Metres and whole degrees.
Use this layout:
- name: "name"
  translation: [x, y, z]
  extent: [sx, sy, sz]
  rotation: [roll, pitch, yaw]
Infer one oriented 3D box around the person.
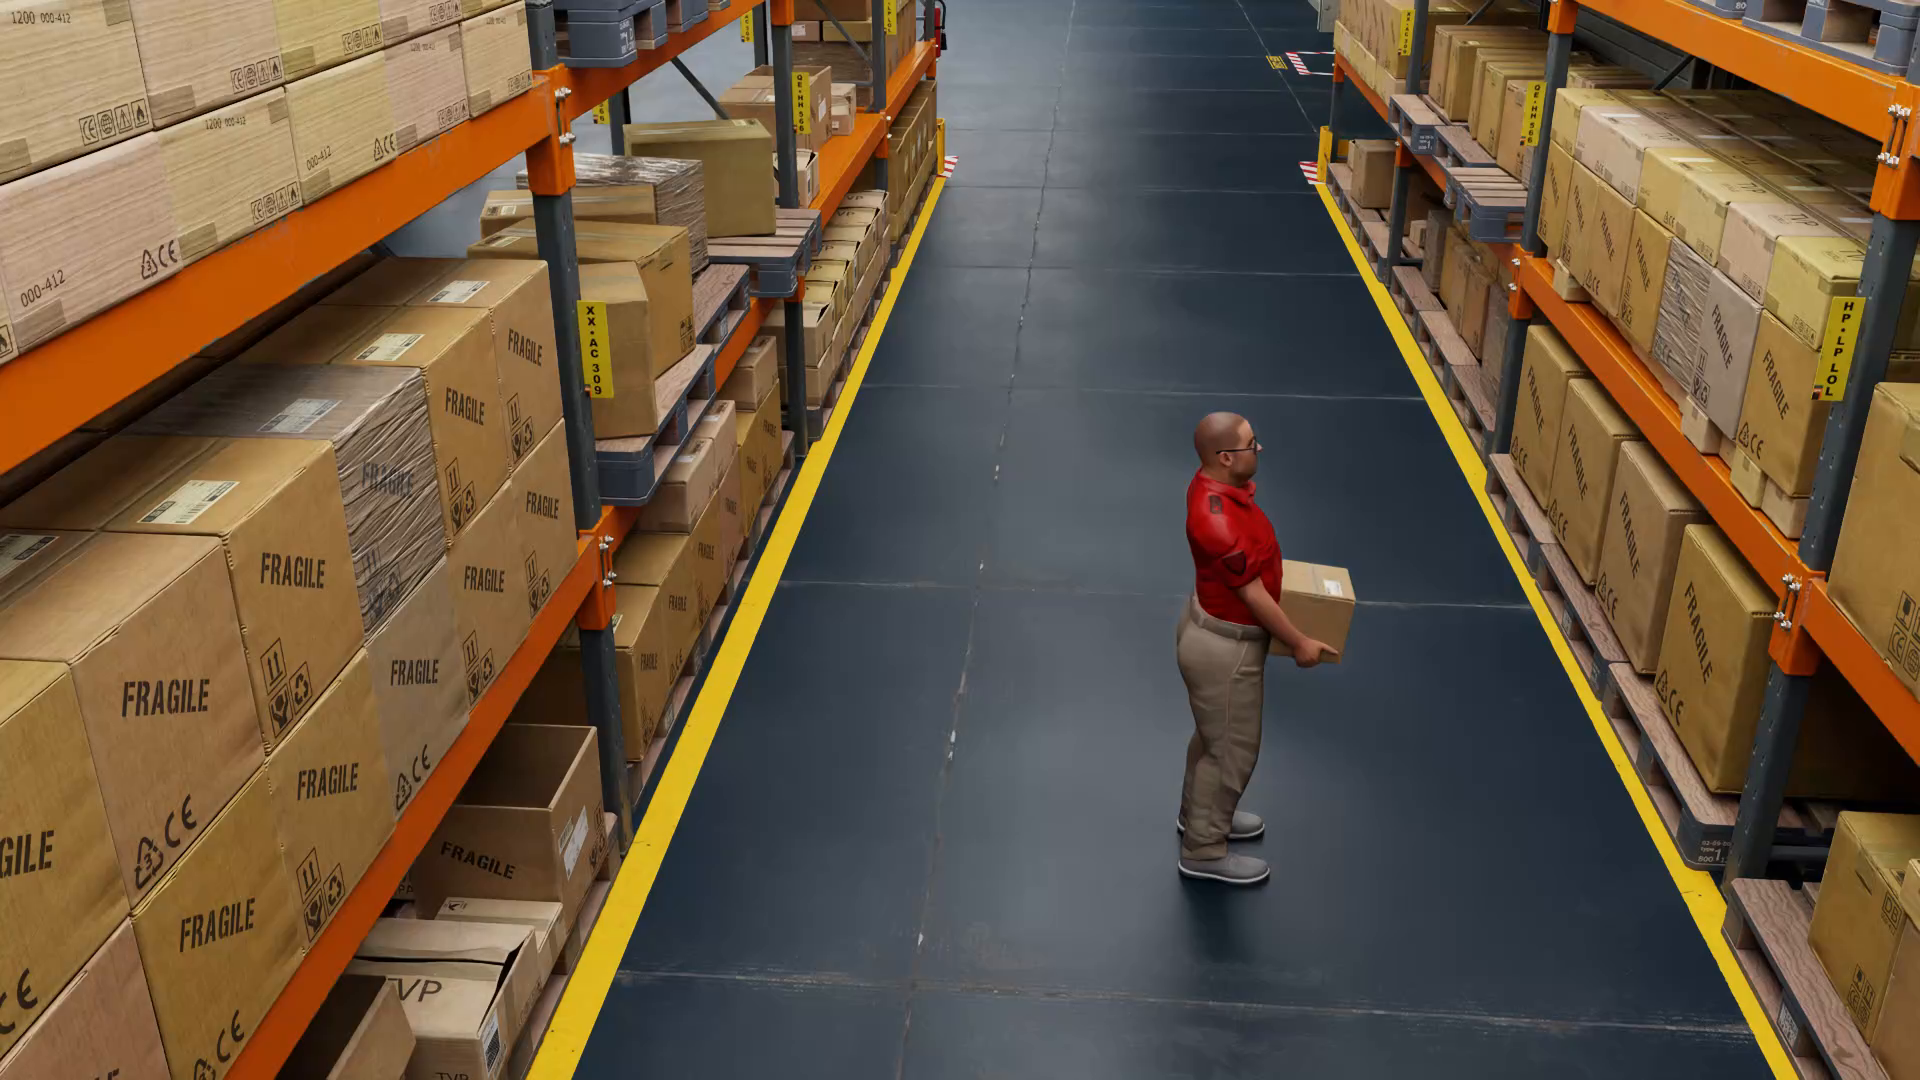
- name: "person"
  translation: [1.027, 0.373, 5.816]
  extent: [0.537, 1.717, 0.494]
  rotation: [2, 24, 5]
